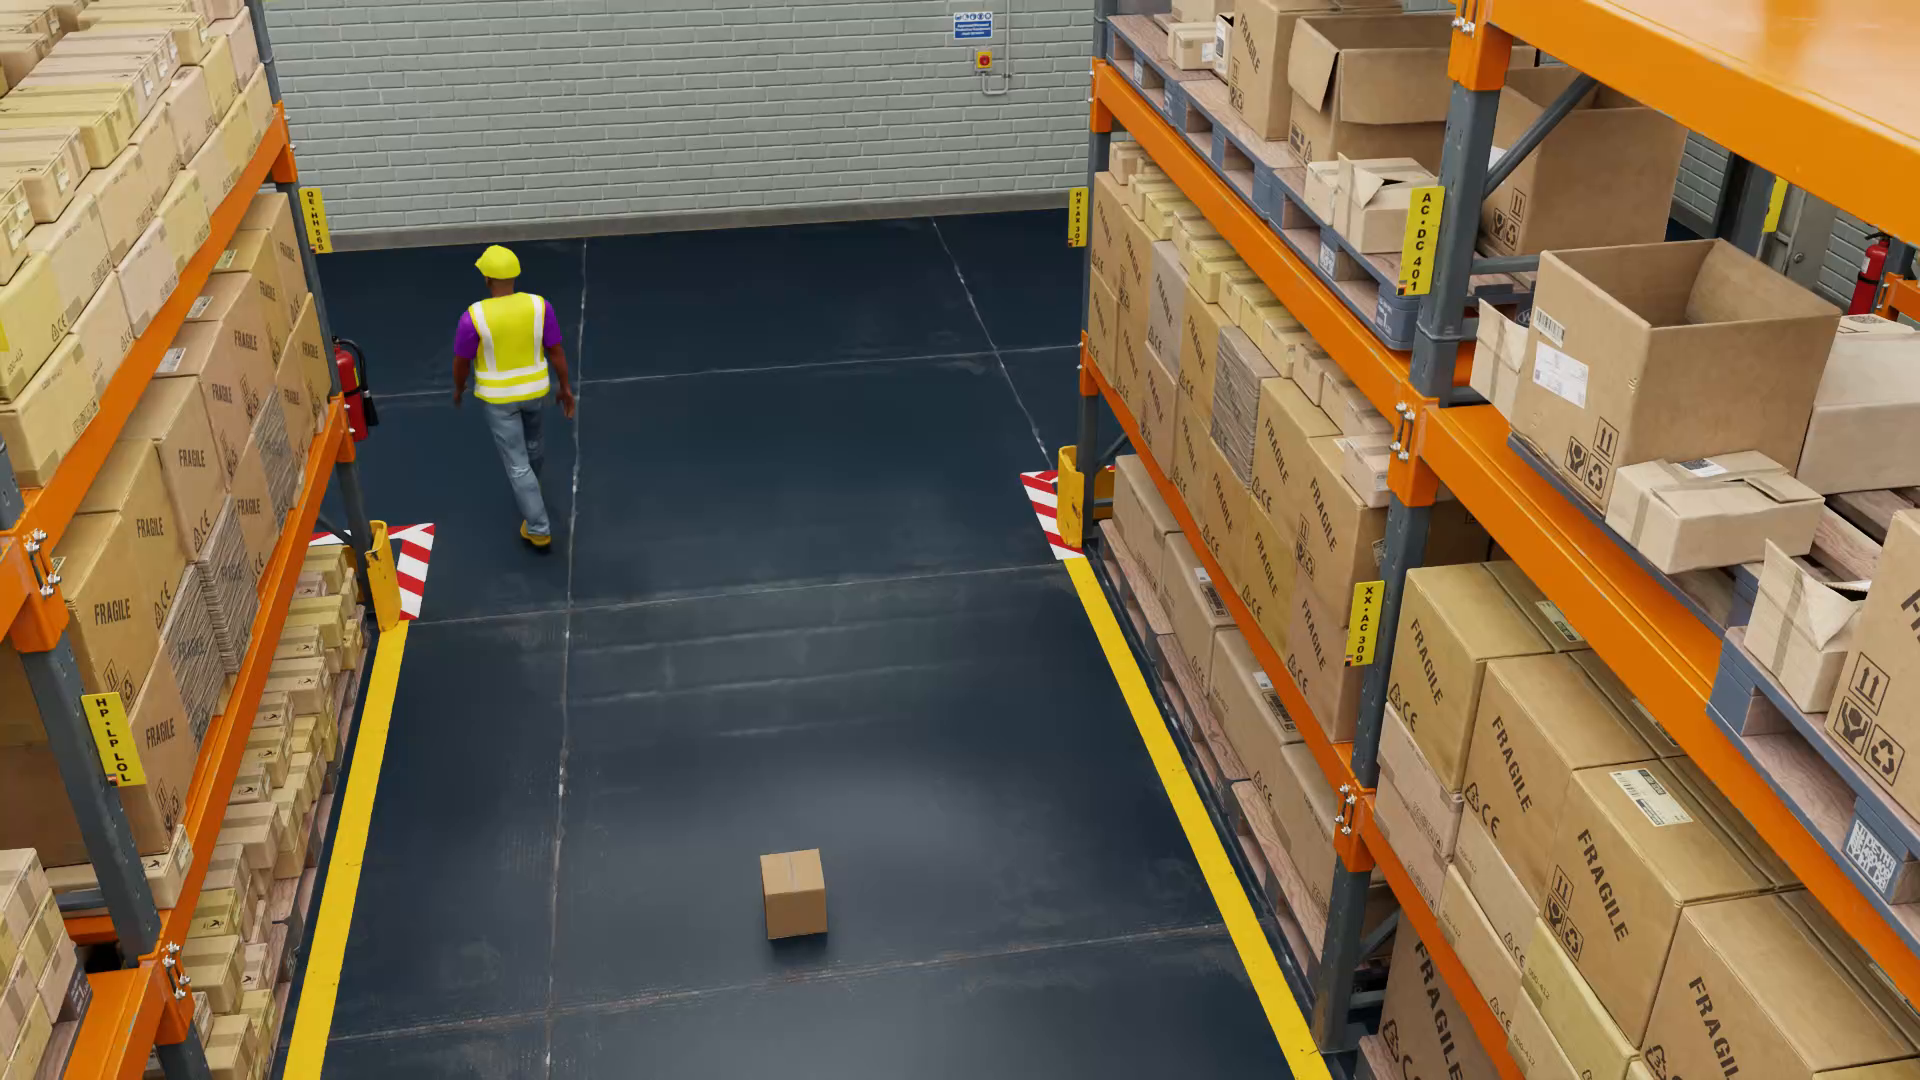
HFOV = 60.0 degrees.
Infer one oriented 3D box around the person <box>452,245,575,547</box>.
[{"bbox_3d":[-2.626,-0.910,9.625,0.609,1.711,1.001,-20,36,-30],"label":"person"}]
